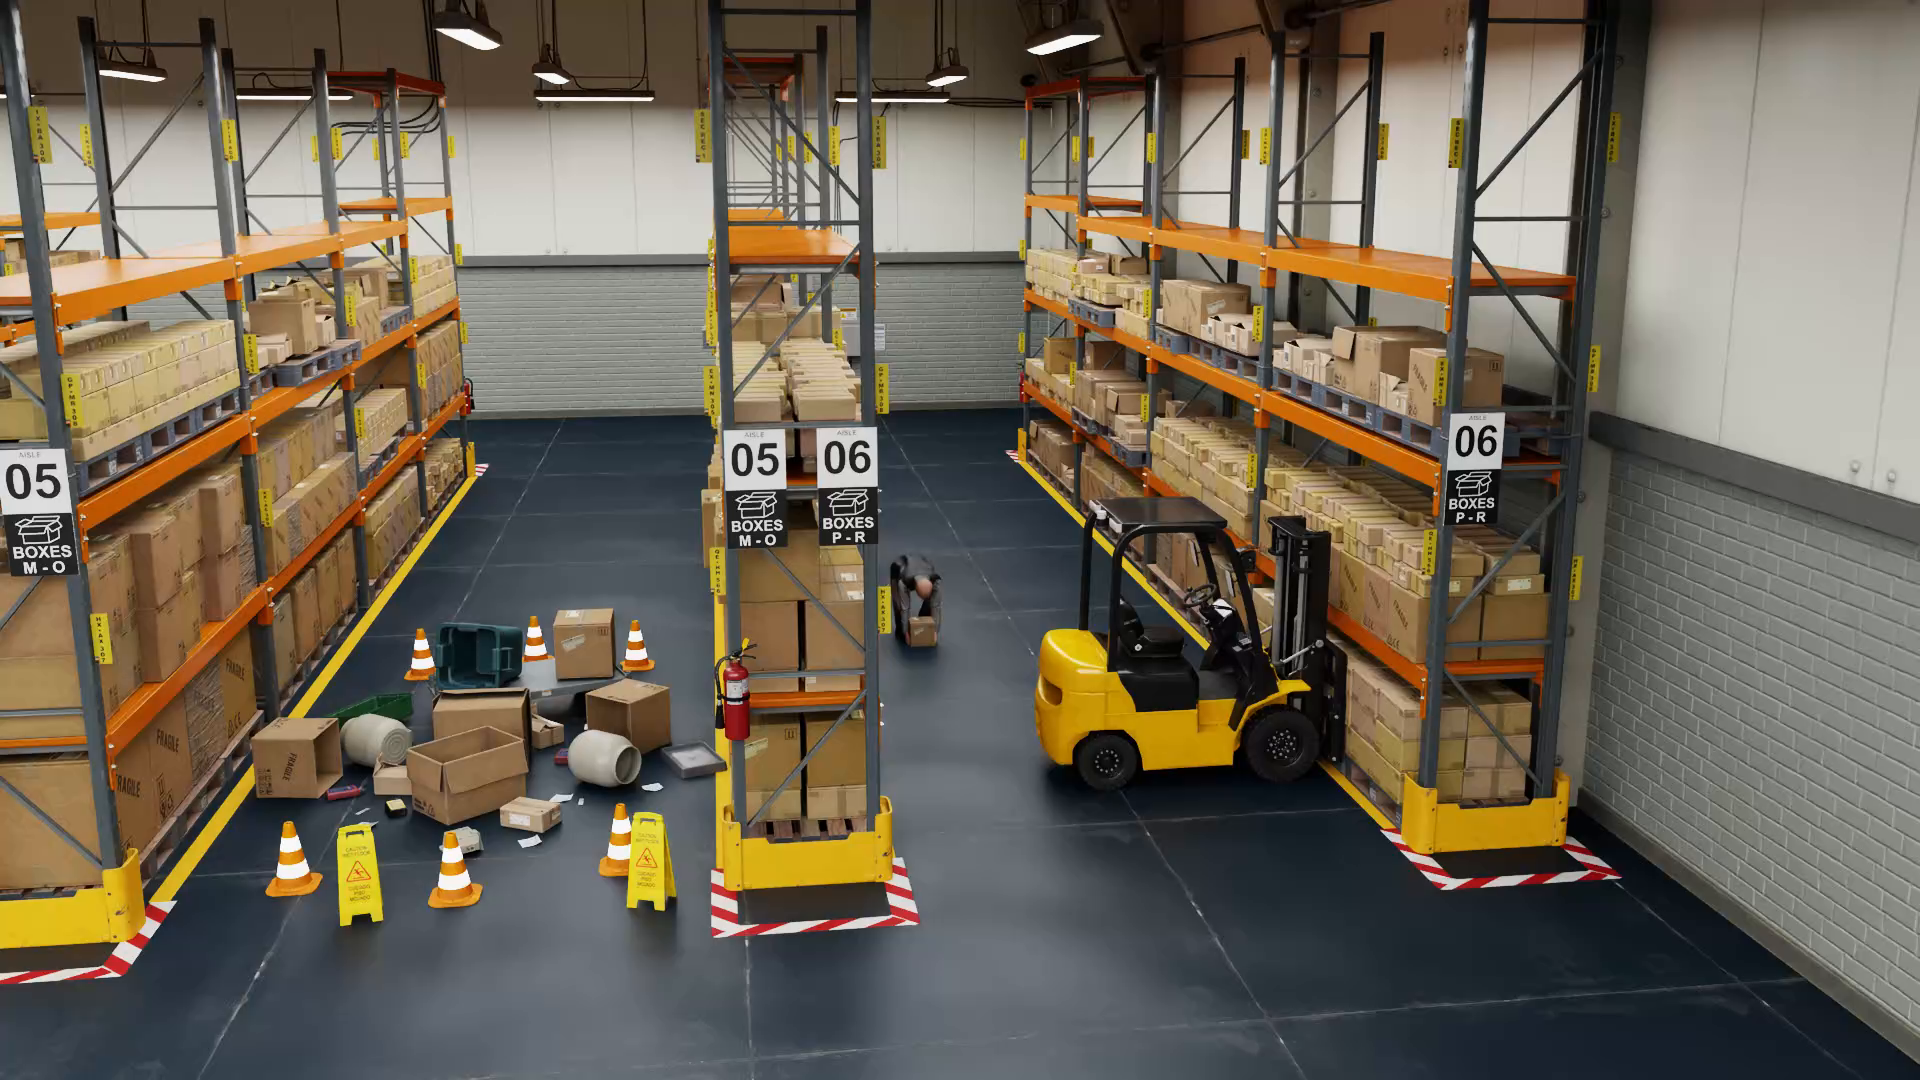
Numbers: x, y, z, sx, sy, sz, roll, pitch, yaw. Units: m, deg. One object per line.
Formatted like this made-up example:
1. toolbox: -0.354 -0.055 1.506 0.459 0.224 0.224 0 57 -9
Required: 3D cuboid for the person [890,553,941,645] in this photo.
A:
1. person: -0.464 0.601 17.463 0.500 0.847 0.952 -2 13 -10
